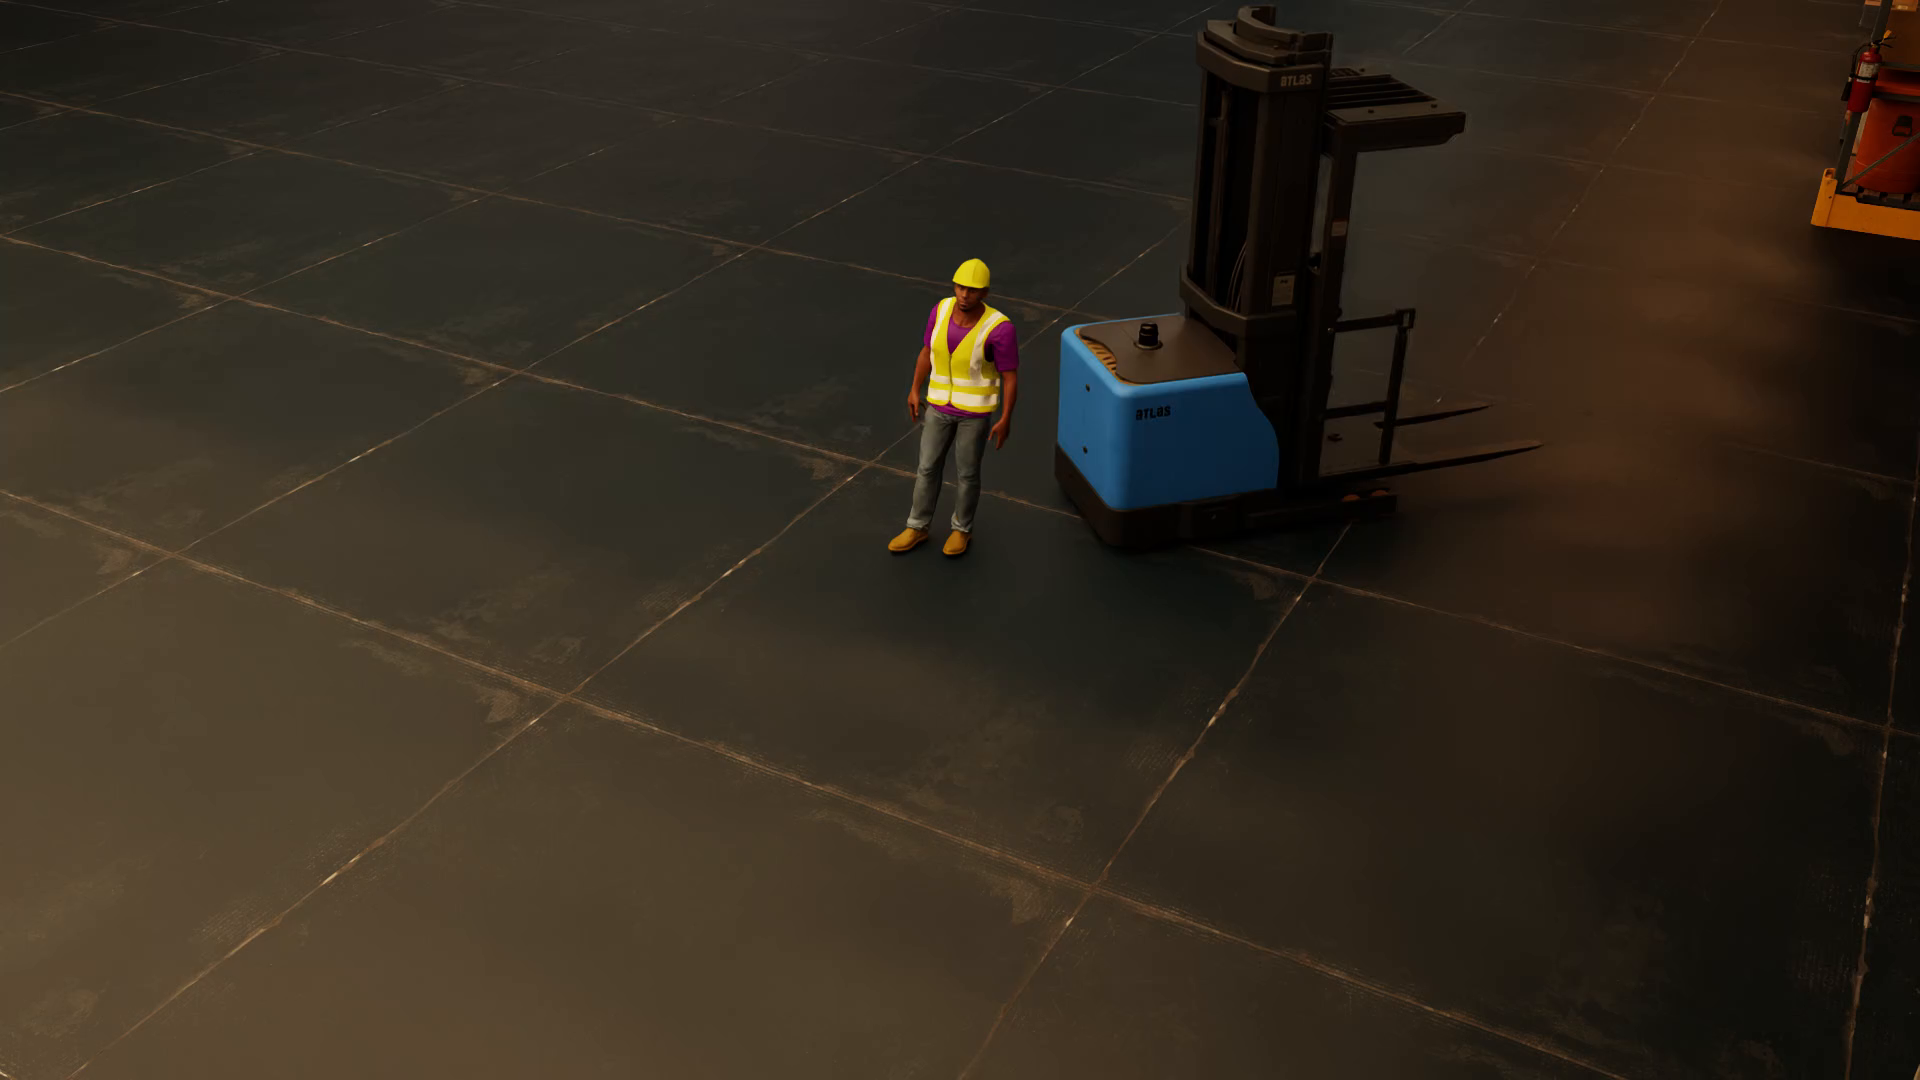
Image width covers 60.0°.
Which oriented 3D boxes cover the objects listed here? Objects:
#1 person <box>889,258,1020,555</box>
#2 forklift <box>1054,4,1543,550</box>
[{"bbox_3d":[-0.027,-0.734,9.498,0.669,1.764,0.572,16,33,25],"label":"person"},{"bbox_3d":[2.175,-1.624,9.885,3.031,2.935,1.130,-9,31,-15],"label":"forklift"}]
